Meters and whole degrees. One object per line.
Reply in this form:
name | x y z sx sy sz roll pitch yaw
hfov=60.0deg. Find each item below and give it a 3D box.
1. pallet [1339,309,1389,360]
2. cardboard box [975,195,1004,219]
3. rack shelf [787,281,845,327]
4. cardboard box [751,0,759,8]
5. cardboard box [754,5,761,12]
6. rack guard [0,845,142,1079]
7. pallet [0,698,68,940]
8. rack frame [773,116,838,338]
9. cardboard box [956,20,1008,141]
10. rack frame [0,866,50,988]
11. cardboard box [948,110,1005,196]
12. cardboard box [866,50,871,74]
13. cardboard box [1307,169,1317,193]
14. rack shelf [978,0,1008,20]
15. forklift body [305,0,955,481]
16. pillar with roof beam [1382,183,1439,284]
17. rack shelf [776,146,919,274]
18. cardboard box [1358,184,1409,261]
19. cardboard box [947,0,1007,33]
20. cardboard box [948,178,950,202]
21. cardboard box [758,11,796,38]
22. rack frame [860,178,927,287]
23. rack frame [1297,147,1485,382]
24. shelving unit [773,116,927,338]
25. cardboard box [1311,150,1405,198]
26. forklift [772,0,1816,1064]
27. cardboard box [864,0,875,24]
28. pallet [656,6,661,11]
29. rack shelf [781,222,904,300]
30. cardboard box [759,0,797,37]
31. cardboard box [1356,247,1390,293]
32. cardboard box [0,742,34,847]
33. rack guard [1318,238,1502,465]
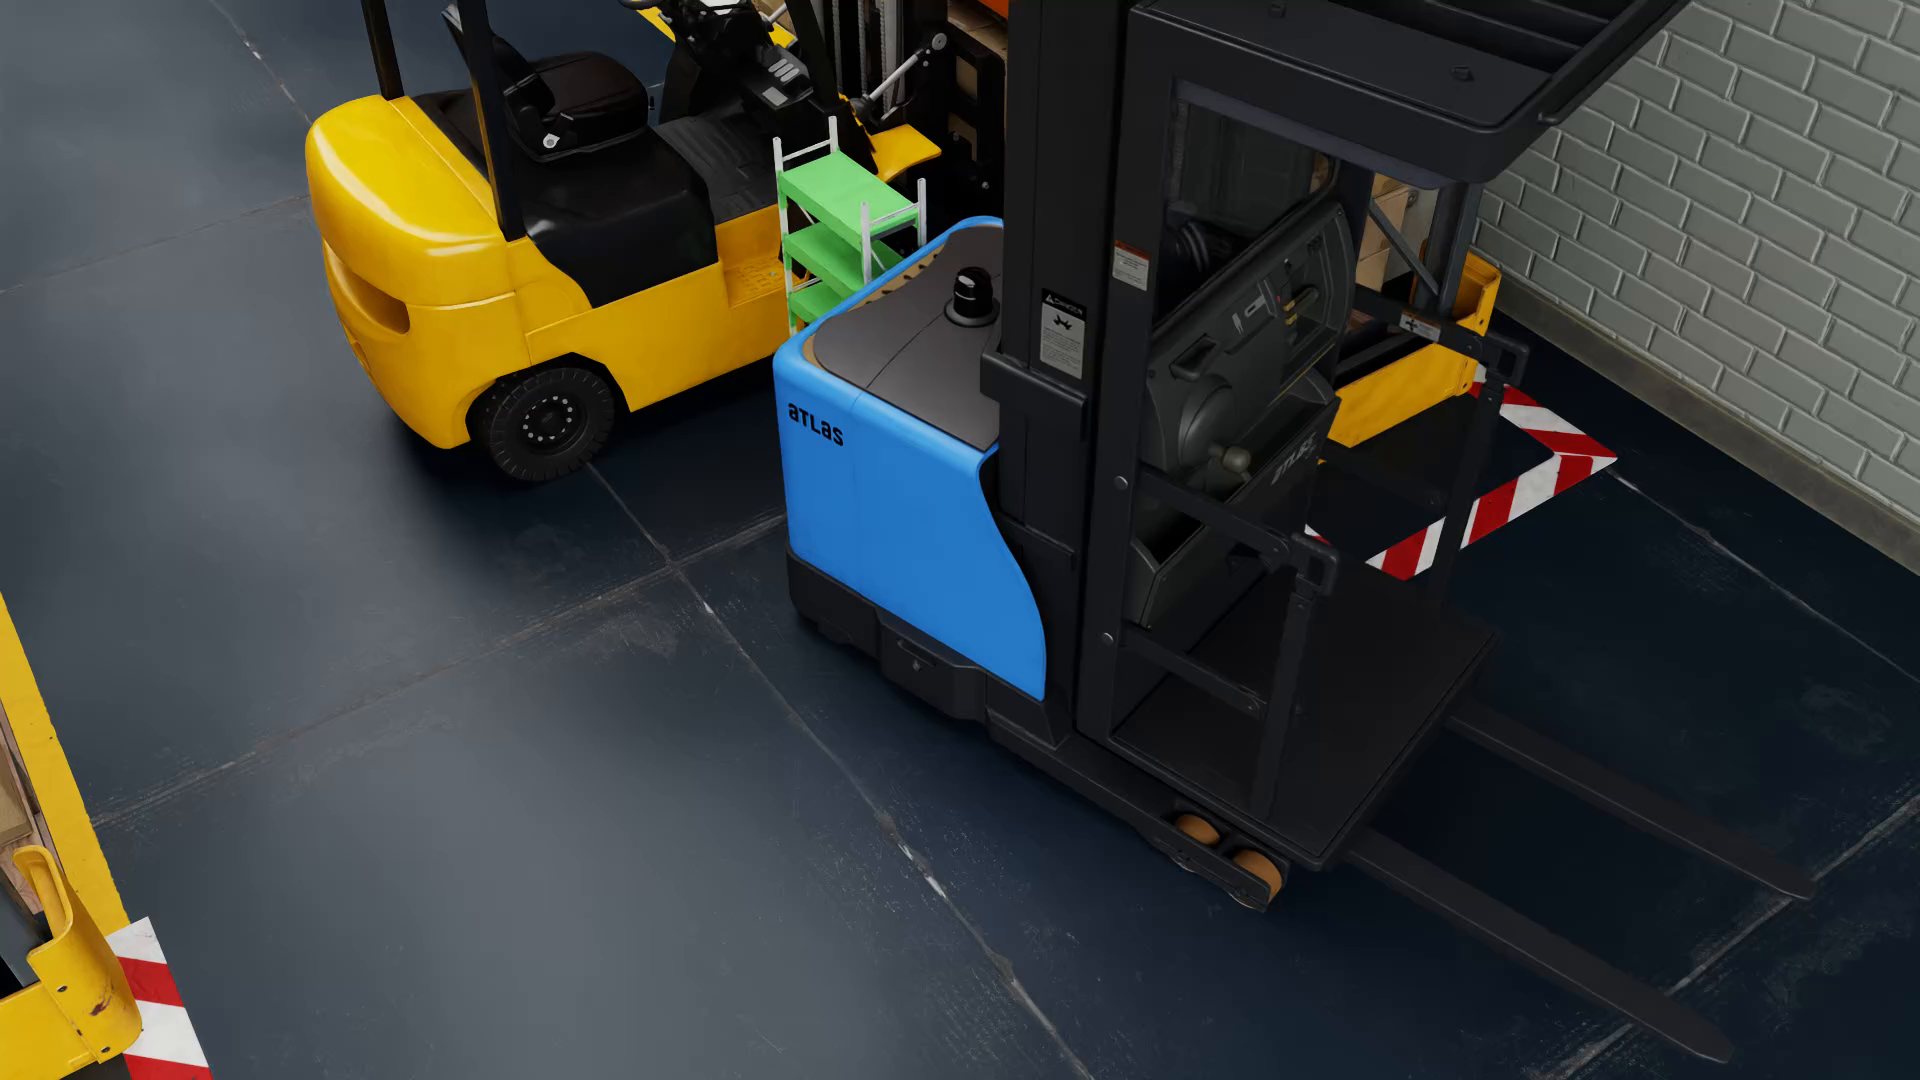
pallet | 0.927 -0.967 6.610 1.003 0.211 1.213 -26 49 -24
cardboard box | 0.316 -1.430 6.763 0.500 0.250 0.500 -25 49 -24
rack shelf | -0.356 -0.731 5.739 0.258 0.148 0.480 -28 50 -26
cardboard box | -0.866 -2.767 7.801 0.500 0.250 0.500 -26 49 -25
cardboard box | -0.884 -2.577 7.965 0.500 0.250 0.500 -25 49 -24
rack guard | -2.713 1.265 4.063 1.175 0.500 0.348 -26 49 -24
pallet | -3.149 0.895 4.659 1.003 0.211 1.213 -26 49 -24
rack frame | -0.506 -0.910 5.834 0.240 1.200 0.015 -28 50 -26
cardboard box | 0.286 -1.785 6.410 0.500 0.250 0.500 -25 49 -24
rack frame | -2.670 0.404 3.155 1.000 3.000 0.127 -26 49 -24
cardboard box | 0.274 -1.622 6.602 0.500 0.250 0.500 -27 50 -25
cardboard box | -0.298 -2.193 7.200 0.500 0.250 0.500 -26 50 -25
cardboard box | 0.880 -1.216 5.814 0.500 0.250 0.500 -24 49 -23
rack shelf | 0.255 -2.432 6.646 1.077 0.370 4.000 -26 49 -24
forklift body | -1.182 -1.606 5.874 2.313 2.155 1.214 -26 49 -24
pillar with roof beam | -1.791 -2.779 2.144 9.100 9.000 0.400 -26 49 -24
rack shelf | -0.356 -1.078 5.408 0.258 0.148 0.480 -28 50 -26
cardboard box | 1.300 -1.246 6.208 0.500 0.250 0.500 -25 49 -24
cardboard box | 0.002 -2.075 6.714 0.500 0.250 0.500 -27 50 -25
cardboard box | 0.000 -1.715 7.062 0.500 0.250 0.500 -24 49 -23
cardboard box | -0.581 -2.296 7.670 0.500 0.250 0.500 -27 50 -25
rack frame | -0.206 -0.644 5.556 0.240 1.200 0.015 -28 50 -26
rack frame | 1.399 -1.559 5.211 1.000 3.000 0.127 -26 49 -24
shelving unit | -0.356 -0.777 5.695 0.258 1.200 0.503 -28 50 -26
cardboard box | 1.279 -1.425 6.034 0.500 0.250 0.500 -26 50 -25
forklift | 0.908 -0.447 4.095 3.031 2.935 1.130 29 51 27
cardboard box | -0.292 -2.375 7.028 0.500 0.250 0.500 -24 49 -23
pallet | -1.343 -3.218 8.968 1.003 0.211 1.213 -26 49 -24
rack shelf | -0.356 -0.904 5.573 0.258 0.148 0.480 -28 50 -26
cardboard box | -0.576 -2.482 7.503 0.500 0.250 0.500 -26 49 -25
cardboard box | 1.279 -1.072 6.388 0.500 0.250 0.500 -26 49 -24
cardboard box | -2.905 0.680 4.552 0.500 0.250 0.500 -26 49 -25
rack guard | 1.413 -0.641 6.060 1.175 0.500 0.348 -26 49 -24
